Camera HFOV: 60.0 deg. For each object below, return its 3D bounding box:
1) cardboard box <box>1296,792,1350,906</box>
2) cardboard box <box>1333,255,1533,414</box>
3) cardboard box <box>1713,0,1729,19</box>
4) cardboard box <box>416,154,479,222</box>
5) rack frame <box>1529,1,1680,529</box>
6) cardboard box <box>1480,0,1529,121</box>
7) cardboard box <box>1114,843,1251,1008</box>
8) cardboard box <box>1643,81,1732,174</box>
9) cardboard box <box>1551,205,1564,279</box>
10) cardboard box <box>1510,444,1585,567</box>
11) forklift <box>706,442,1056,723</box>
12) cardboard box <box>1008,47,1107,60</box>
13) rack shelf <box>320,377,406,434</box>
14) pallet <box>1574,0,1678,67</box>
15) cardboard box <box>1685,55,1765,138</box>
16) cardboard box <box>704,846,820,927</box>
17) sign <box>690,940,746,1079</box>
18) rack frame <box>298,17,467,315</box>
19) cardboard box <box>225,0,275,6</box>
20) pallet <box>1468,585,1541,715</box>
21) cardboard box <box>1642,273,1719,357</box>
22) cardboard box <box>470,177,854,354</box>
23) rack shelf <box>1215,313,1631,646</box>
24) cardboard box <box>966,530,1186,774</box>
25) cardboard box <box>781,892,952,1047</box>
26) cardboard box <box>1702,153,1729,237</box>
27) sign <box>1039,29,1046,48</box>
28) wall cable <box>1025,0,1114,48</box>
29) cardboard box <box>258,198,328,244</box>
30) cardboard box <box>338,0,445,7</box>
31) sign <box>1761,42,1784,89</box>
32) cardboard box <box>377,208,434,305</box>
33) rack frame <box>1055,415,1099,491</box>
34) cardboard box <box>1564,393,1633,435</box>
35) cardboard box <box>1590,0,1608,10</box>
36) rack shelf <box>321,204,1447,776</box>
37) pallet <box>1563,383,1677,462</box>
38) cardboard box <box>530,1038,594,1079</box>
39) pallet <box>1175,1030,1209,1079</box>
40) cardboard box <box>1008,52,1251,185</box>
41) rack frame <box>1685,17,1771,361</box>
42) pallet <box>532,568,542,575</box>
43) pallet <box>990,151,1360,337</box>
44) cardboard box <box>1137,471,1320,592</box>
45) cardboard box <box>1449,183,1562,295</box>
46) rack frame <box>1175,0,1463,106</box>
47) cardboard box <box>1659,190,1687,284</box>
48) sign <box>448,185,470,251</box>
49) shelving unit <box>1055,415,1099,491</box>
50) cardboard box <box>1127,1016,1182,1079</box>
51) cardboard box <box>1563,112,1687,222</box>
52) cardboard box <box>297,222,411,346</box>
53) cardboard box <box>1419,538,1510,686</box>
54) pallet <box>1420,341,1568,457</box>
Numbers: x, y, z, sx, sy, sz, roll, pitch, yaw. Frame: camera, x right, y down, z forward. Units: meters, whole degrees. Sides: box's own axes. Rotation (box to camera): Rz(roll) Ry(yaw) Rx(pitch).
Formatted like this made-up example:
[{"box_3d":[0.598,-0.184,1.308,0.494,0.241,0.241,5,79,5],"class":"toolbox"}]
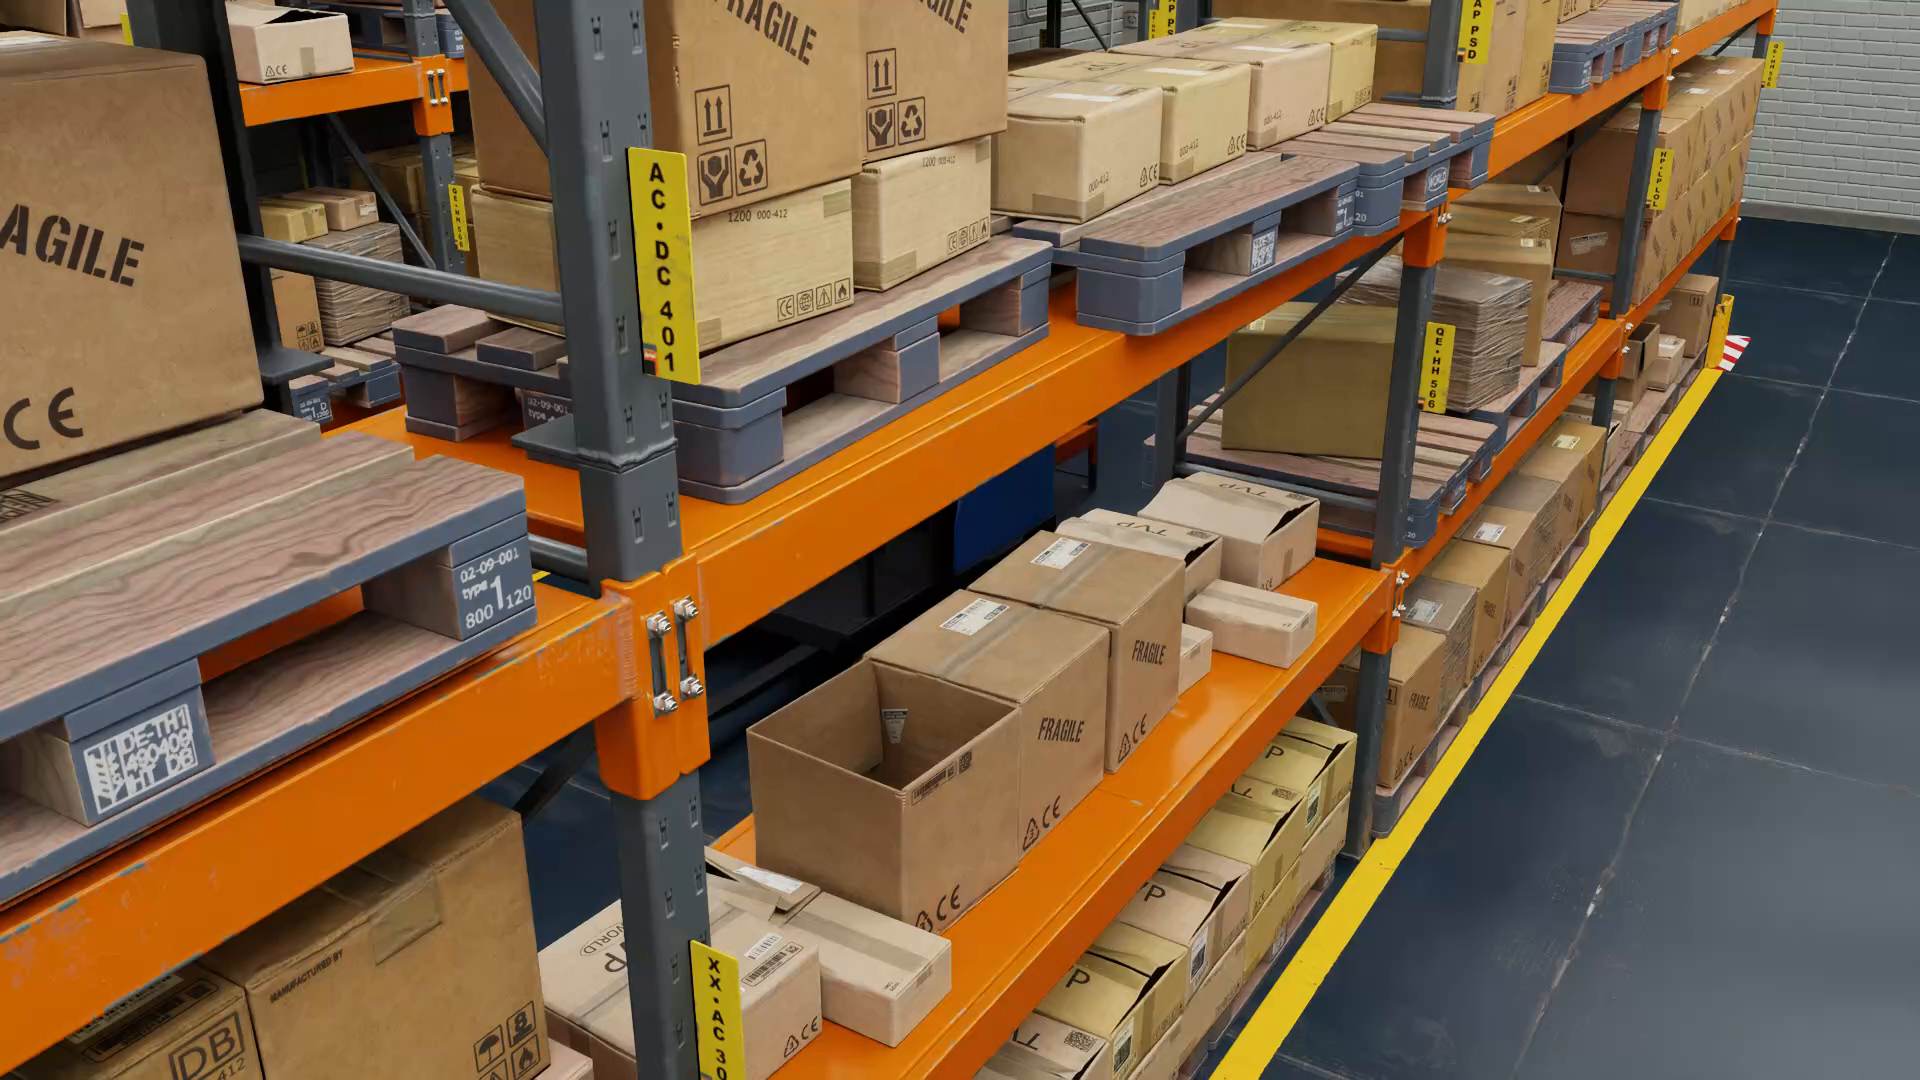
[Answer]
[{"box_3d":[1.155,1.102,6.361,0.500,0.250,0.500,15,27,30],"class":"cardboard box"},{"box_3d":[2.106,-0.939,7.489,0.700,0.500,0.500,20,31,39],"class":"cardboard box"},{"box_3d":[4.334,-3.302,10.015,0.500,0.250,0.500,14,27,29],"class":"cardboard box"},{"box_3d":[-2.512,-1.877,8.841,0.500,0.250,0.500,15,27,30],"class":"cardboard box"},{"box_3d":[3.335,-1.546,9.545,1.000,3.000,0.127,14,27,29],"class":"rack frame"},{"box_3d":[1.695,-1.945,6.565,0.910,0.500,0.500,14,27,29],"class":"cardboard box"},{"box_3d":[0.621,1.191,5.450,0.500,0.311,0.500,14,27,29],"class":"cardboard box"},{"box_3d":[4.637,-2.673,10.764,0.500,0.500,0.500,15,27,31],"class":"cardboard box"},{"box_3d":[3.381,-1.814,10.039,0.500,0.500,0.500,14,27,30],"class":"cardboard box"},{"box_3d":[3.050,-0.209,9.050,0.500,0.500,0.500,14,27,29],"class":"cardboard box"},{"box_3d":[-0.701,-0.847,8.018,1.130,2.935,3.031,15,28,31],"class":"forklift"},{"box_3d":[0.974,-3.896,14.597,0.980,0.700,0.700,15,28,31],"class":"cardboard box"},{"box_3d":[-4.040,-0.227,7.405,1.077,0.370,4.000,14,27,29],"class":"rack shelf"},{"box_3d":[2.931,-2.631,8.512,1.213,0.211,1.003,14,27,29],"class":"pallet"},{"box_3d":[5.444,-3.193,11.965,0.500,0.500,0.500,14,27,29],"class":"cardboard box"},{"box_3d":[-0.577,0.881,4.109,0.396,0.266,0.258,13,27,28],"class":"cardboard box"},{"box_3d":[-0.413,0.836,2.853,0.100,0.325,0.005,14,27,29],"class":"sign"},{"box_3d":[-2.985,-1.233,8.822,1.000,3.000,0.127,14,27,29],"class":"rack frame"},{"box_3d":[-3.561,-2.469,7.752,0.500,0.500,0.500,14,27,29],"class":"cardboard box"},{"box_3d":[2.295,0.430,8.492,1.003,0.211,1.213,14,27,29],"class":"pallet"},{"box_3d":[5.367,-1.716,12.530,0.500,0.500,0.500,14,27,29],"class":"cardboard box"},{"box_3d":[-0.552,-0.552,3.134,0.500,0.250,0.500,17,29,34],"class":"cardboard box"},{"box_3d":[2.280,-0.541,8.129,1.077,0.370,4.000,14,27,29],"class":"rack shelf"},{"box_3d":[0.354,0.328,5.091,0.500,0.500,0.500,12,26,26],"class":"cardboard box"},{"box_3d":[-0.244,1.013,3.950,0.380,0.149,0.250,14,27,29],"class":"cardboard box"},{"box_3d":[4.901,-2.391,11.370,0.500,0.500,0.500,14,27,29],"class":"cardboard box"},{"box_3d":[0.766,-4.485,15.144,0.100,0.325,0.005,14,27,29],"class":"sign"},{"box_3d":[1.106,-5.029,16.313,0.084,1.984,1.851,14,27,29],"class":"wall cable"},{"box_3d":[-3.299,-1.544,8.044,0.380,0.149,0.250,9,25,20],"class":"cardboard box"},{"box_3d":[-2.783,-3.030,8.517,0.700,0.500,0.500,12,26,25],"class":"cardboard box"},{"box_3d":[5.906,-3.449,12.087,0.100,0.325,0.005,14,27,29],"class":"sign"},{"box_3d":[-2.960,-1.639,9.235,0.500,0.500,0.500,14,27,29],"class":"cardboard box"},{"box_3d":[0.644,-0.886,10.381,0.500,1.125,0.032,15,28,31],"class":"rack frame"},{"box_3d":[4.188,-0.838,10.922,0.380,0.166,0.250,14,27,29],"class":"cardboard box"},{"box_3d":[3.007,-3.052,8.469,0.600,0.600,0.600,11,26,24],"class":"cardboard box"},{"box_3d":[0.170,-0.567,4.414,1.077,0.370,4.000,14,27,29],"class":"rack shelf"},{"box_3d":[4.341,-0.911,11.589,1.003,0.211,1.213,14,27,29],"class":"pallet"},{"box_3d":[-0.846,0.947,2.844,0.380,0.149,0.250,14,27,29],"class":"cardboard box"},{"box_3d":[0.113,1.764,5.410,1.003,0.211,1.213,14,27,29],"class":"pallet"},{"box_3d":[0.461,-1.160,4.538,0.500,0.250,0.500,13,27,28],"class":"cardboard box"},{"box_3d":[5.445,-2.896,12.664,1.000,3.000,0.127,14,27,29],"class":"rack frame"},{"box_3d":[-2.506,-0.203,9.954,1.003,0.211,1.213,14,27,29],"class":"pallet"},{"box_3d":[0.356,-0.860,4.423,1.003,0.211,1.213,15,28,31],"class":"pallet"},{"box_3d":[0.996,-0.041,6.182,0.500,0.311,0.500,16,28,32],"class":"cardboard box"},{"box_3d":[2.895,-1.671,9.181,0.700,0.500,0.500,5,24,11],"class":"cardboard box"},{"box_3d":[1.225,-2.949,5.235,1.000,3.000,0.127,14,27,29],"class":"rack frame"},{"box_3d":[4.103,-1.880,10.192,0.500,0.500,0.500,14,27,30],"class":"cardboard box"},{"box_3d":[-2.519,-1.617,8.352,0.100,0.325,0.005,14,27,29],"class":"sign"},{"box_3d":[0.359,-0.719,9.994,0.538,1.125,1.048,15,28,31],"class":"shelving unit"},{"box_3d":[0.349,1.620,5.165,0.500,0.250,0.500,14,27,30],"class":"cardboard box"},{"box_3d":[3.822,-2.151,9.558,0.500,0.500,0.500,15,27,30],"class":"cardboard box"},{"box_3d":[-3.225,-1.320,8.343,0.700,0.500,0.500,11,26,23],"class":"cardboard box"},{"box_3d":[2.248,0.310,7.852,0.500,0.500,0.500,13,27,28],"class":"cardboard box"},{"box_3d":[2.247,-0.765,7.983,1.003,0.211,1.213,14,27,29],"class":"pallet"}]
